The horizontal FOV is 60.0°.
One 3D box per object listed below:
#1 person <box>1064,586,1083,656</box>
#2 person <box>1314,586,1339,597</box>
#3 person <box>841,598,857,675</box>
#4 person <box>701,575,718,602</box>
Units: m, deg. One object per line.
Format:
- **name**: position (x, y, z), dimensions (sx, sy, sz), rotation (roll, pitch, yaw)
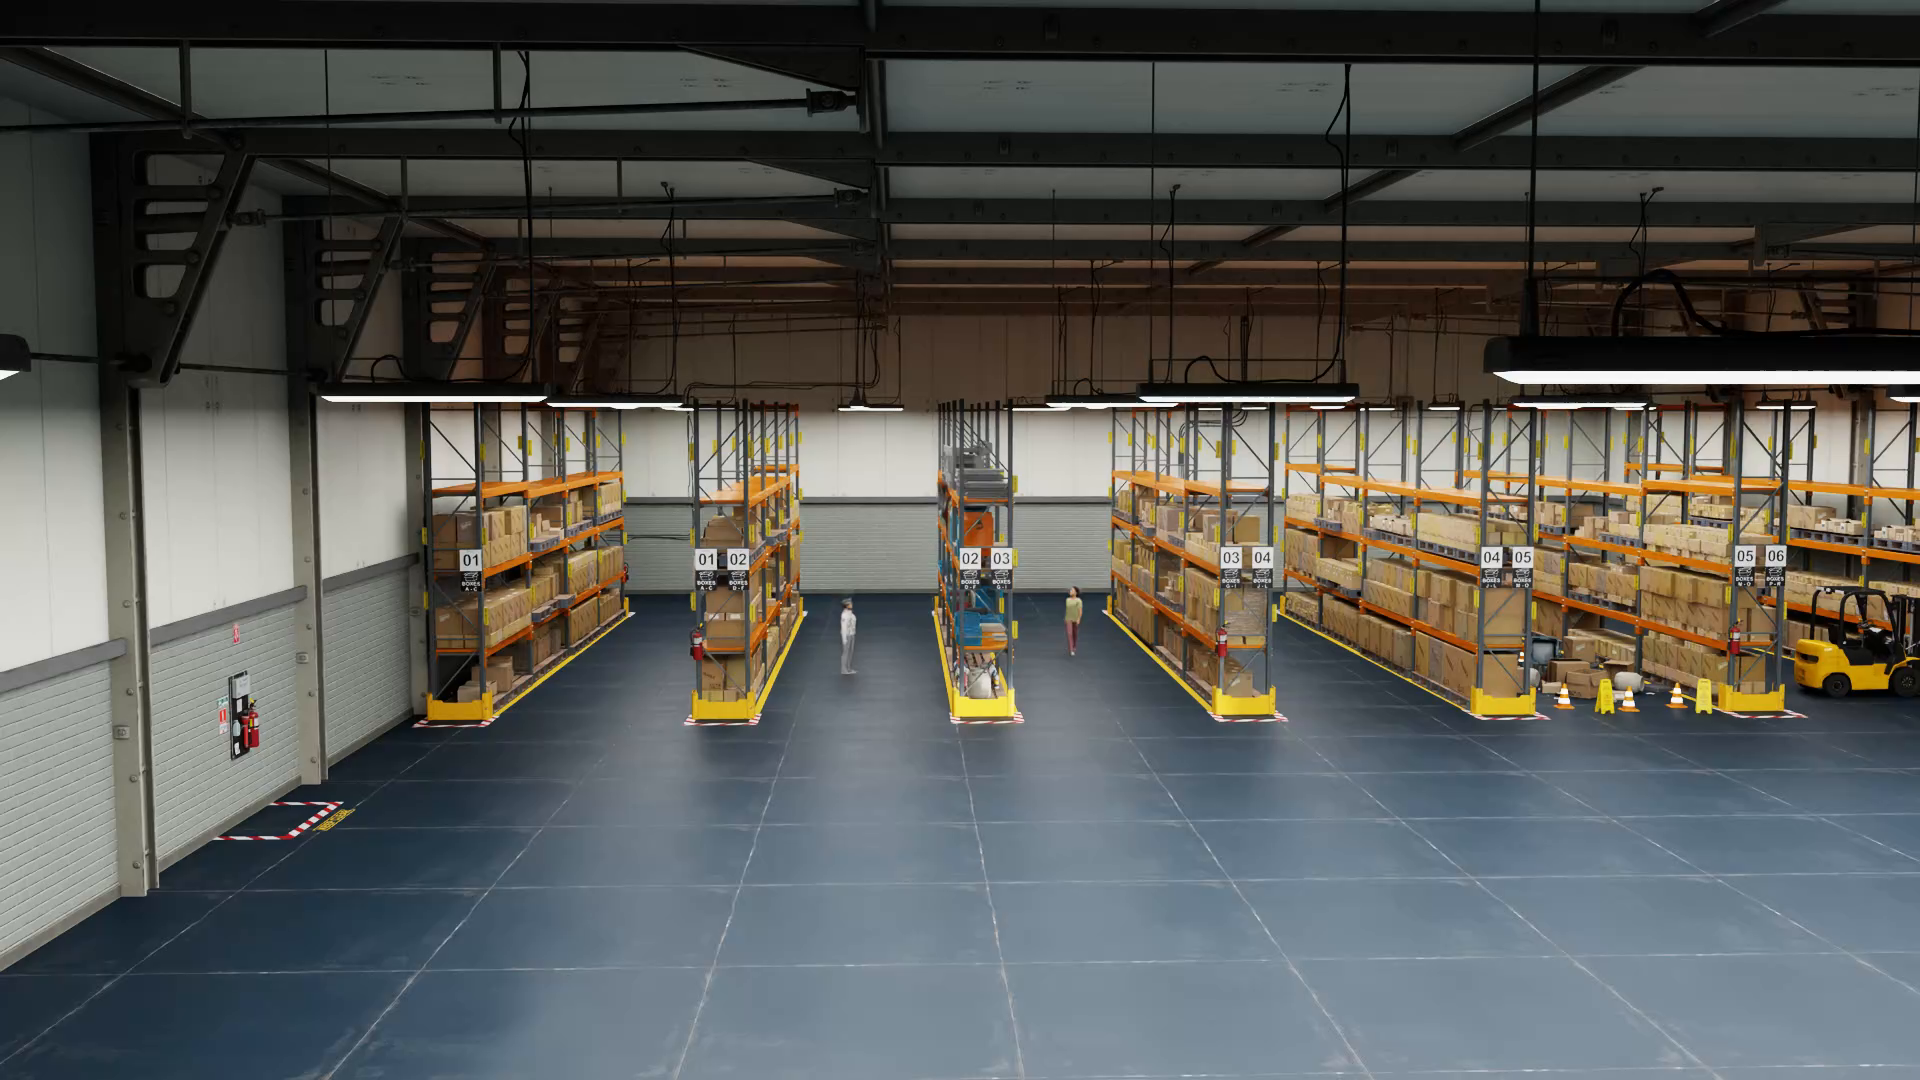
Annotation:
- **person**: position (2.684, 1.911, 39.436), dimensions (0.422, 1.612, 1.064), rotation (0, 4, -6)
- **person**: position (10.990, 1.046, 50.121), dimensions (0.988, 1.744, 0.633), rotation (-3, 5, -32)
- **person**: position (-2.446, 2.102, 36.449), dimensions (0.326, 1.696, 0.581), rotation (1, 5, 16)
- **person**: position (-7.500, 1.087, 50.166), dimensions (0.587, 1.641, 0.520), rotation (3, 5, 32)
